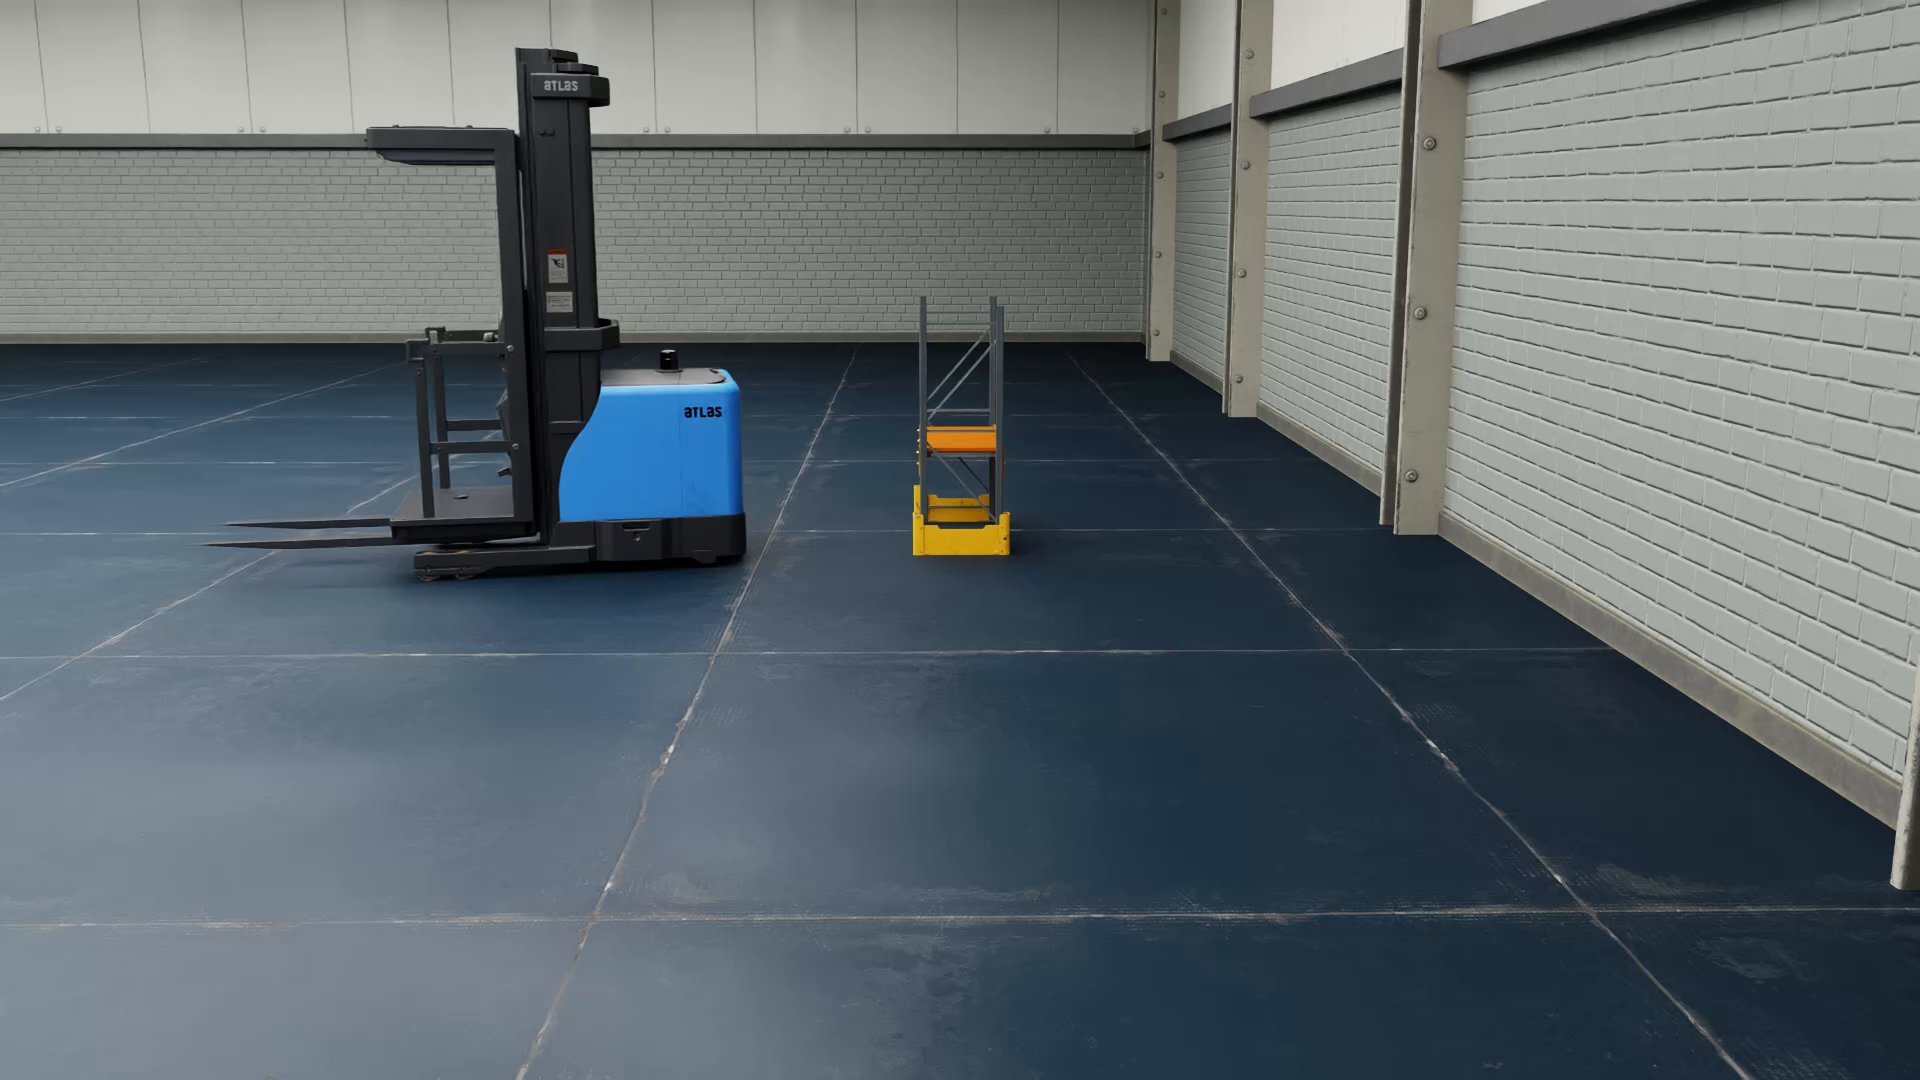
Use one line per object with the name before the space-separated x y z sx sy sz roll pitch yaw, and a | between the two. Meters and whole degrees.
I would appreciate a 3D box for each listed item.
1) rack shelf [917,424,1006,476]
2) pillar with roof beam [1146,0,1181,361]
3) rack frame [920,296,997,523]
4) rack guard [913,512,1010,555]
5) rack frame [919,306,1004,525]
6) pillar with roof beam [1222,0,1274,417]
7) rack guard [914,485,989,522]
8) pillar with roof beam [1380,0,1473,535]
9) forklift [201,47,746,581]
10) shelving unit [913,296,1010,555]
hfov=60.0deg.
rack shelf | -0.002 -0.576 10.529 0.538 0.185 1.000 0 11 -1
pillar with roof beam | -1.590 -6.853 21.705 9.100 9.000 0.400 0 11 -1
rack frame | -0.012 -0.853 10.992 0.500 1.500 0.032 0 11 -1
rack guard | 0.009 -0.039 10.121 0.587 0.250 0.087 0 11 -1
rack frame | 0.009 -0.651 9.995 0.500 1.500 0.032 0 11 -1
pillar with roof beam | -1.466 -5.660 15.826 9.100 9.000 0.400 0 11 -1
rack guard | -0.012 -0.237 11.097 0.587 0.250 0.087 0 11 -1
pillar with roof beam | -1.342 -4.467 9.947 9.100 9.000 0.400 0 11 -1
forklift | -2.836 -1.319 9.689 3.031 2.935 1.130 -2 12 -12
shelving unit | -0.002 -0.750 10.485 0.587 1.500 1.083 0 11 -1
